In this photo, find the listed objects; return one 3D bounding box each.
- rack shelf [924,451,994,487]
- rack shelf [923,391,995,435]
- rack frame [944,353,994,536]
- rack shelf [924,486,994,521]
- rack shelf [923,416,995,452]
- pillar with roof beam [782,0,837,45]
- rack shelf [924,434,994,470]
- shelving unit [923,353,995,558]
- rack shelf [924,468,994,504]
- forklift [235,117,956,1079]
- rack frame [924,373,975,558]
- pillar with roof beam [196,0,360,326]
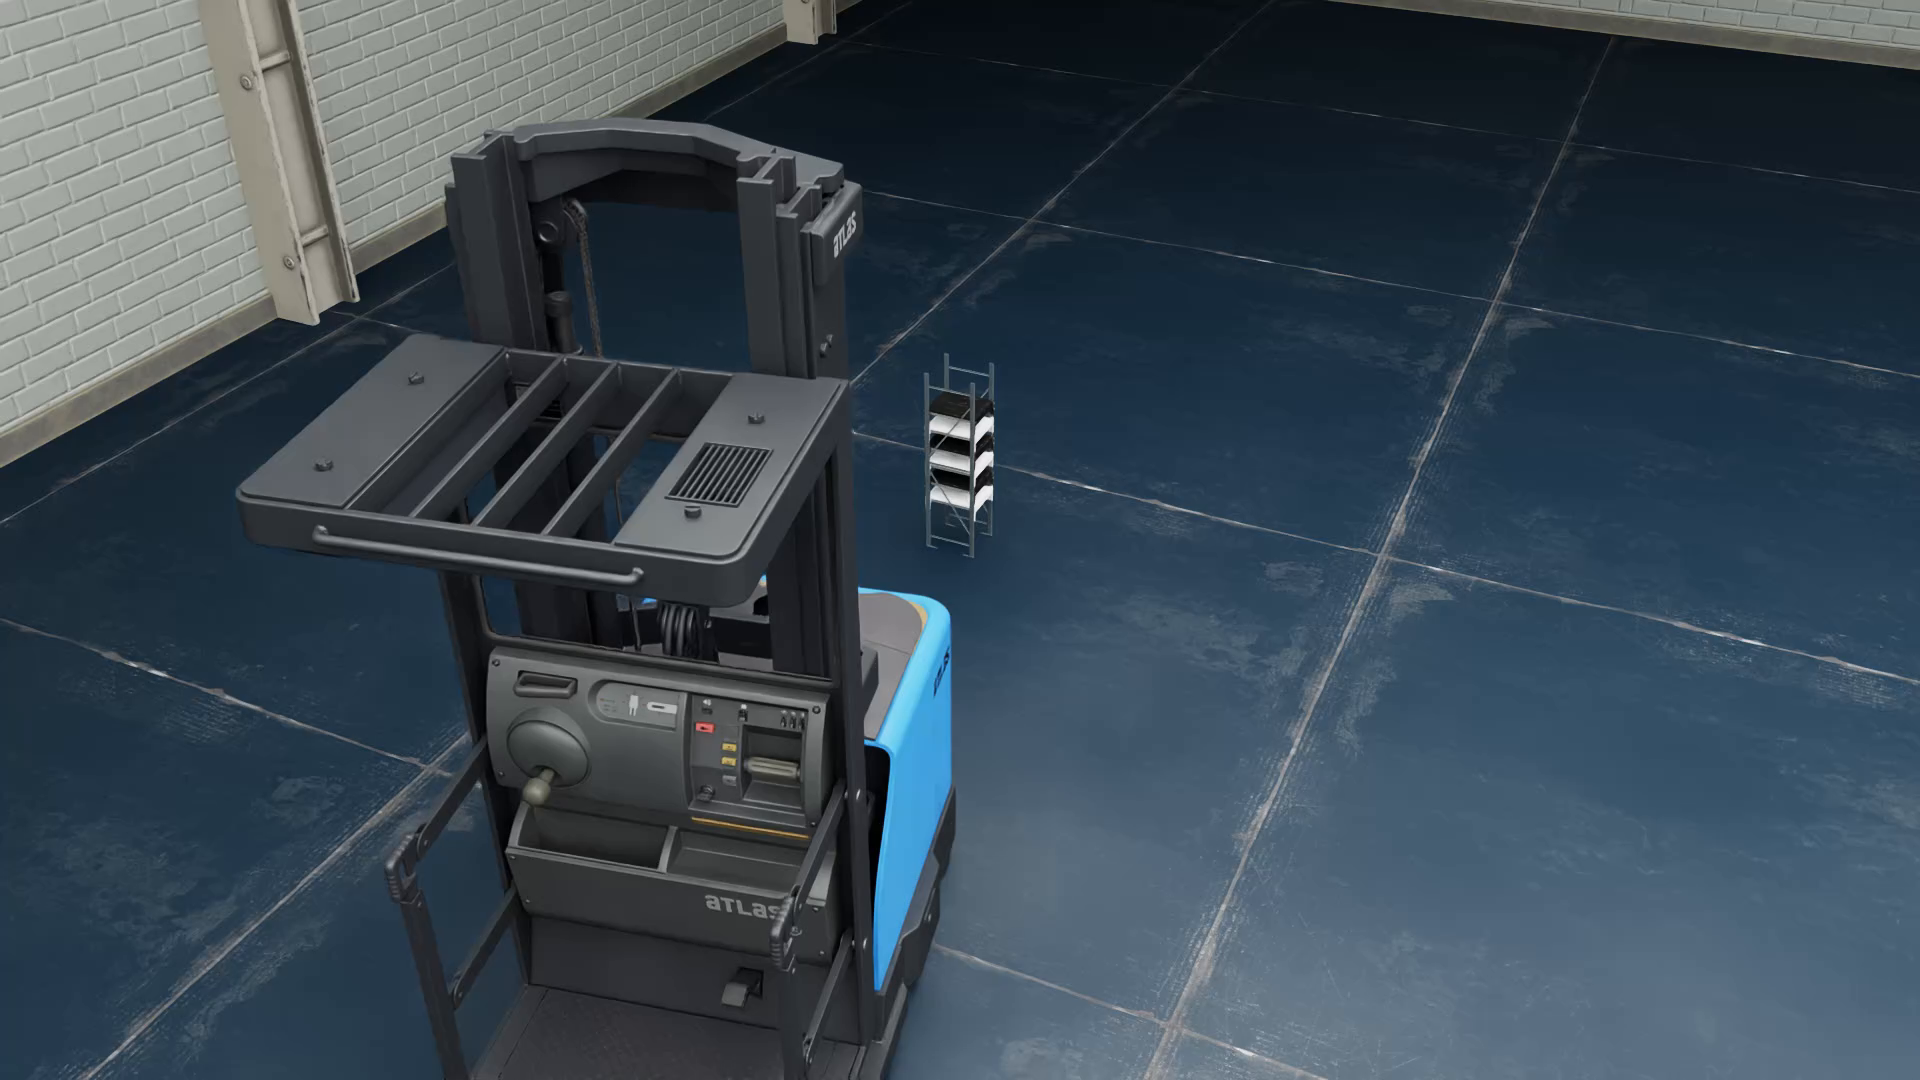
[{"bbox_3d":[-0.003,-0.344,7.515,0.258,0.077,0.200,14,36,20],"label":"rack shelf"},{"bbox_3d":[-0.003,-0.570,7.367,0.258,0.077,0.200,14,36,20],"label":"rack shelf"},{"bbox_3d":[0.039,-0.423,7.574,0.240,0.900,0.006,14,36,20],"label":"rack frame"},{"bbox_3d":[-0.003,-0.194,7.614,0.258,0.077,0.200,14,36,20],"label":"rack shelf"},{"bbox_3d":[-0.003,-0.495,7.417,0.258,0.077,0.200,14,36,20],"label":"rack shelf"},{"bbox_3d":[2.616,-7.140,10.432,9.100,9.000,0.400,14,36,20],"label":"pillar with roof beam"},{"bbox_3d":[-0.003,-0.420,7.466,0.258,0.077,0.200,14,36,20],"label":"rack shelf"},{"bbox_3d":[-0.003,-0.372,7.497,0.258,0.900,0.210,14,36,20],"label":"shelving unit"},{"bbox_3d":[-0.003,-0.269,7.565,0.258,0.077,0.200,14,36,20],"label":"rack shelf"},{"bbox_3d":[-0.845,0.593,4.173,1.130,2.935,3.031,7,34,11],"label":"forklift"},{"bbox_3d":[-0.046,-0.322,7.420,0.240,0.900,0.006,14,36,20],"label":"rack frame"},{"bbox_3d":[0.106,-4.152,5.875,9.100,9.000,0.400,14,36,20],"label":"pillar with roof beam"}]
